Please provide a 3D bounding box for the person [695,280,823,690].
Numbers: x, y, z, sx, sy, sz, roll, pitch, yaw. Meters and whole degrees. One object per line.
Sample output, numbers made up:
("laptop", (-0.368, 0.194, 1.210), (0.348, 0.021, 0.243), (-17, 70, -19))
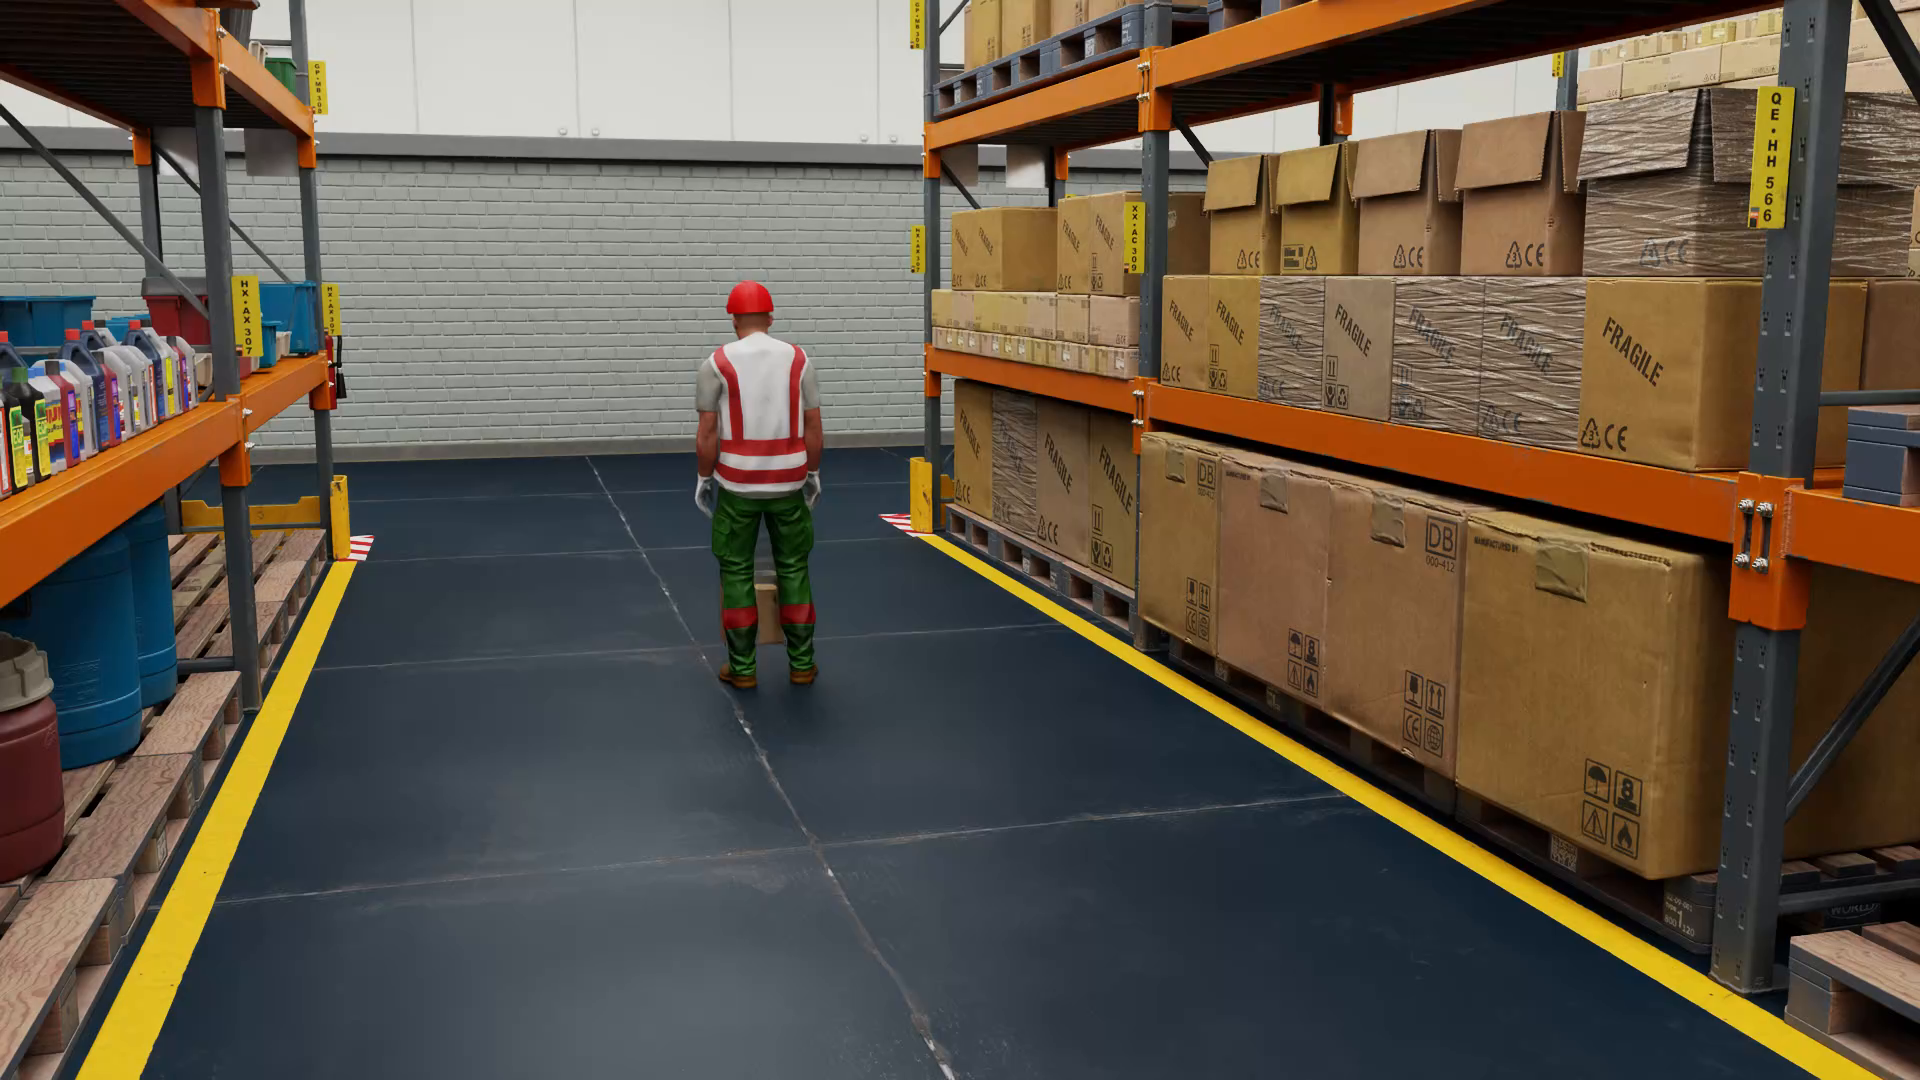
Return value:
("person", (-0.879, -0.242, 7.319), (0.568, 1.781, 0.435), (-3, 10, -18))
